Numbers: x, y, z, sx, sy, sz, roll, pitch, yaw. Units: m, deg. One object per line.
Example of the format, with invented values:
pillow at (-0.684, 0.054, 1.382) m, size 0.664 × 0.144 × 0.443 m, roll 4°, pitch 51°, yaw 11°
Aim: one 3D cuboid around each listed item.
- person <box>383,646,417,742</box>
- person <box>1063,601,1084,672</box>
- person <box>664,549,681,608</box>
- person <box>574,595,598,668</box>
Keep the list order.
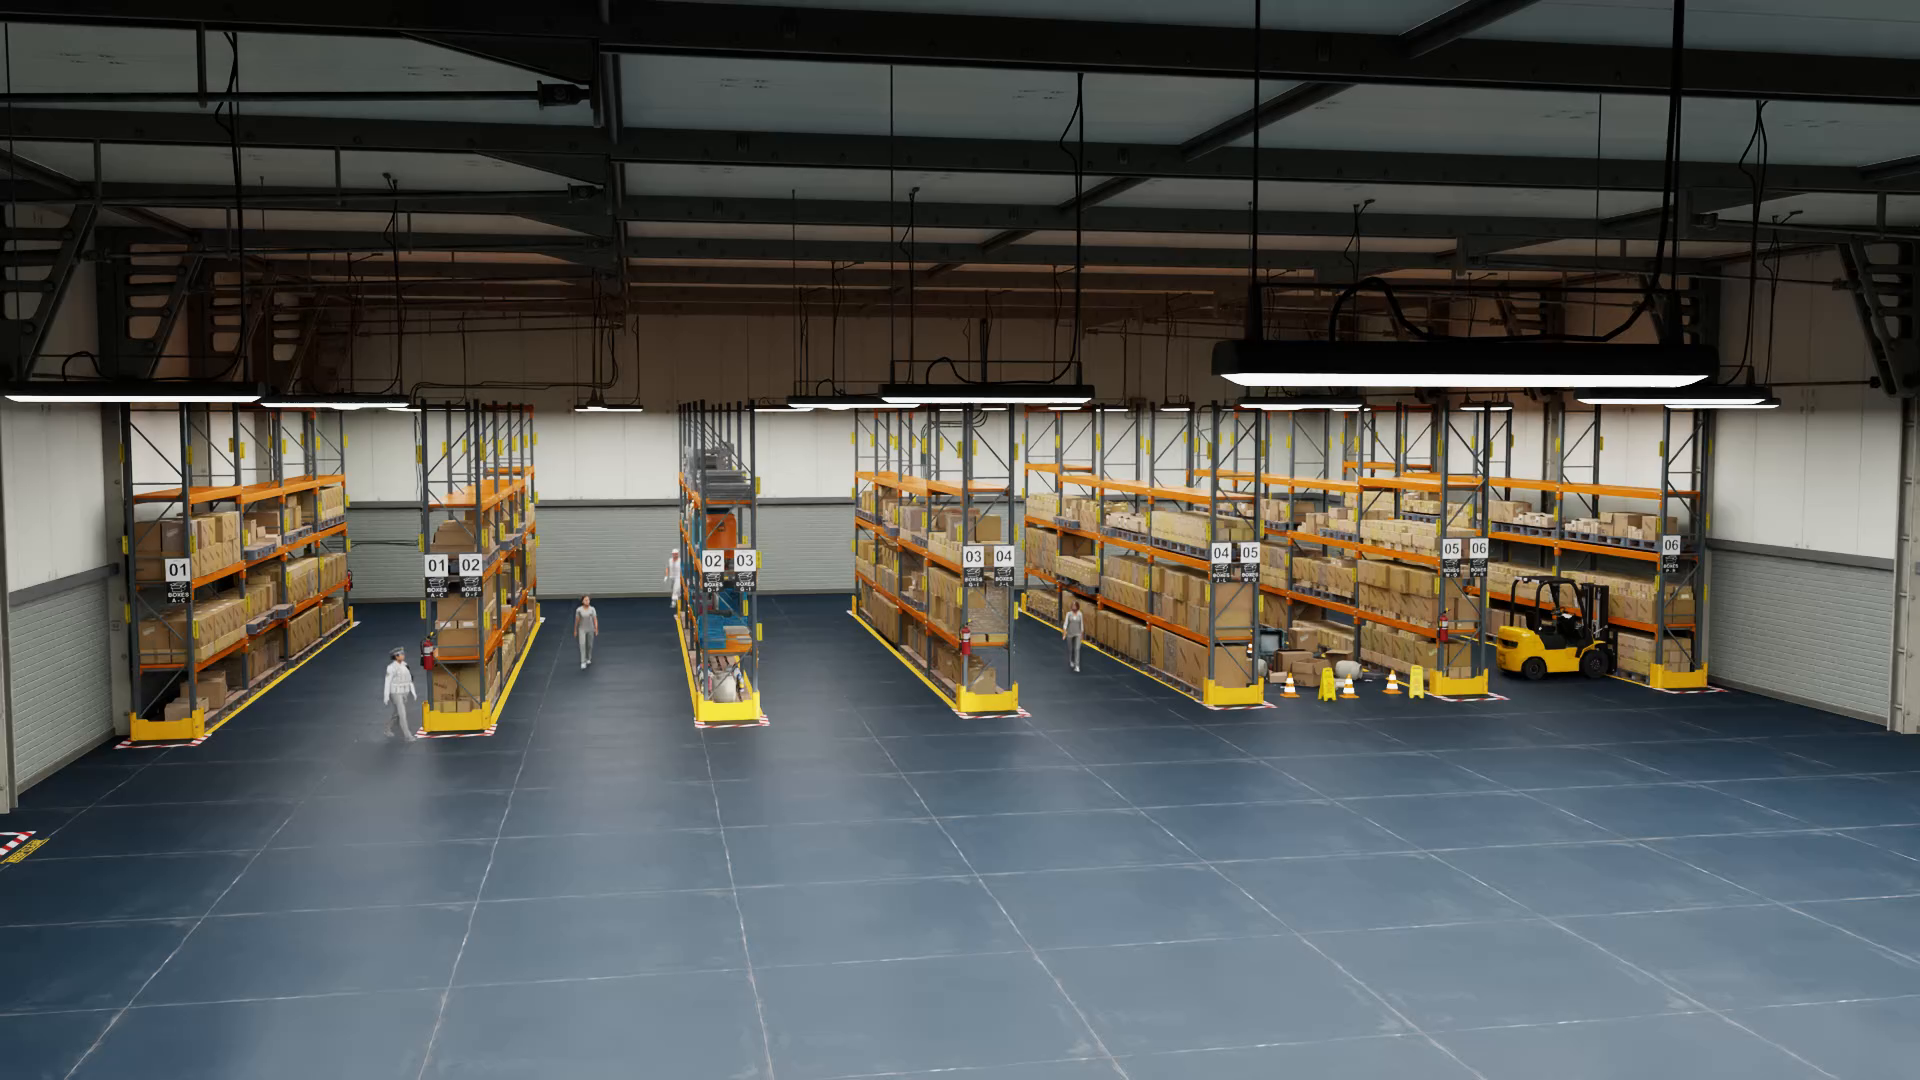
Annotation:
person at (-9.803, 2.682, 29.174) m, size 0.969 × 1.636 × 0.539 m, roll 2°, pitch 5°, yaw 30°
person at (2.533, 2.130, 37.125) m, size 0.470 × 1.538 × 0.953 m, roll 0°, pitch 4°, yaw 4°
person at (-8.433, 1.129, 49.243) m, size 0.519 × 1.733 × 1.133 m, roll 1°, pitch 5°, yaw 17°
person at (-8.460, 2.051, 37.624) m, size 0.511 × 1.600 × 1.044 m, roll -2°, pitch 5°, yaw -20°
